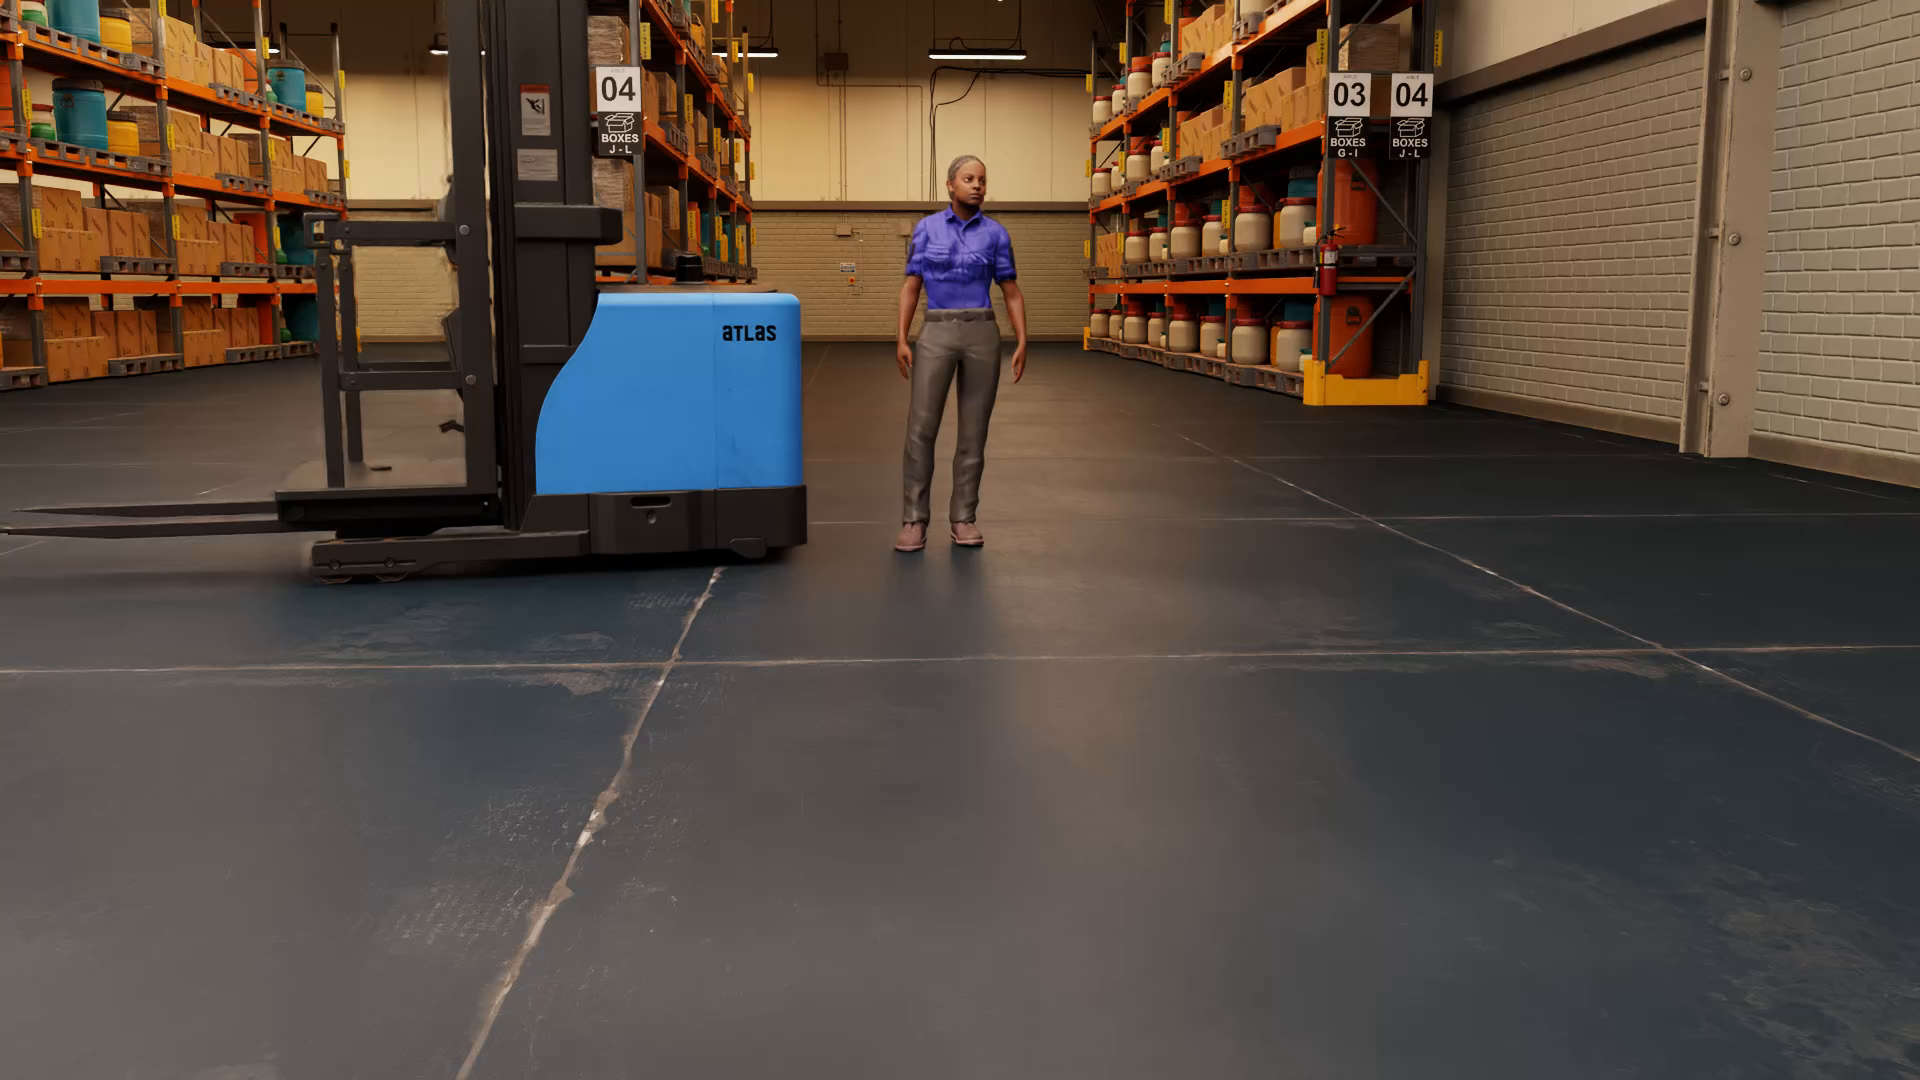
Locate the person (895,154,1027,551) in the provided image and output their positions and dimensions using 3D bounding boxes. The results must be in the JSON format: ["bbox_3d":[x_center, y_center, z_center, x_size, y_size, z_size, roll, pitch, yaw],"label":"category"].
[{"bbox_3d":[0.001,-0.803,7.081,0.579,1.658,0.475,-1,8,-5],"label":"person"}]

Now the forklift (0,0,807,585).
[{"bbox_3d":[-2.196,-1.370,6.554,3.031,2.935,1.130,-2,9,-16],"label":"forklift"}]
